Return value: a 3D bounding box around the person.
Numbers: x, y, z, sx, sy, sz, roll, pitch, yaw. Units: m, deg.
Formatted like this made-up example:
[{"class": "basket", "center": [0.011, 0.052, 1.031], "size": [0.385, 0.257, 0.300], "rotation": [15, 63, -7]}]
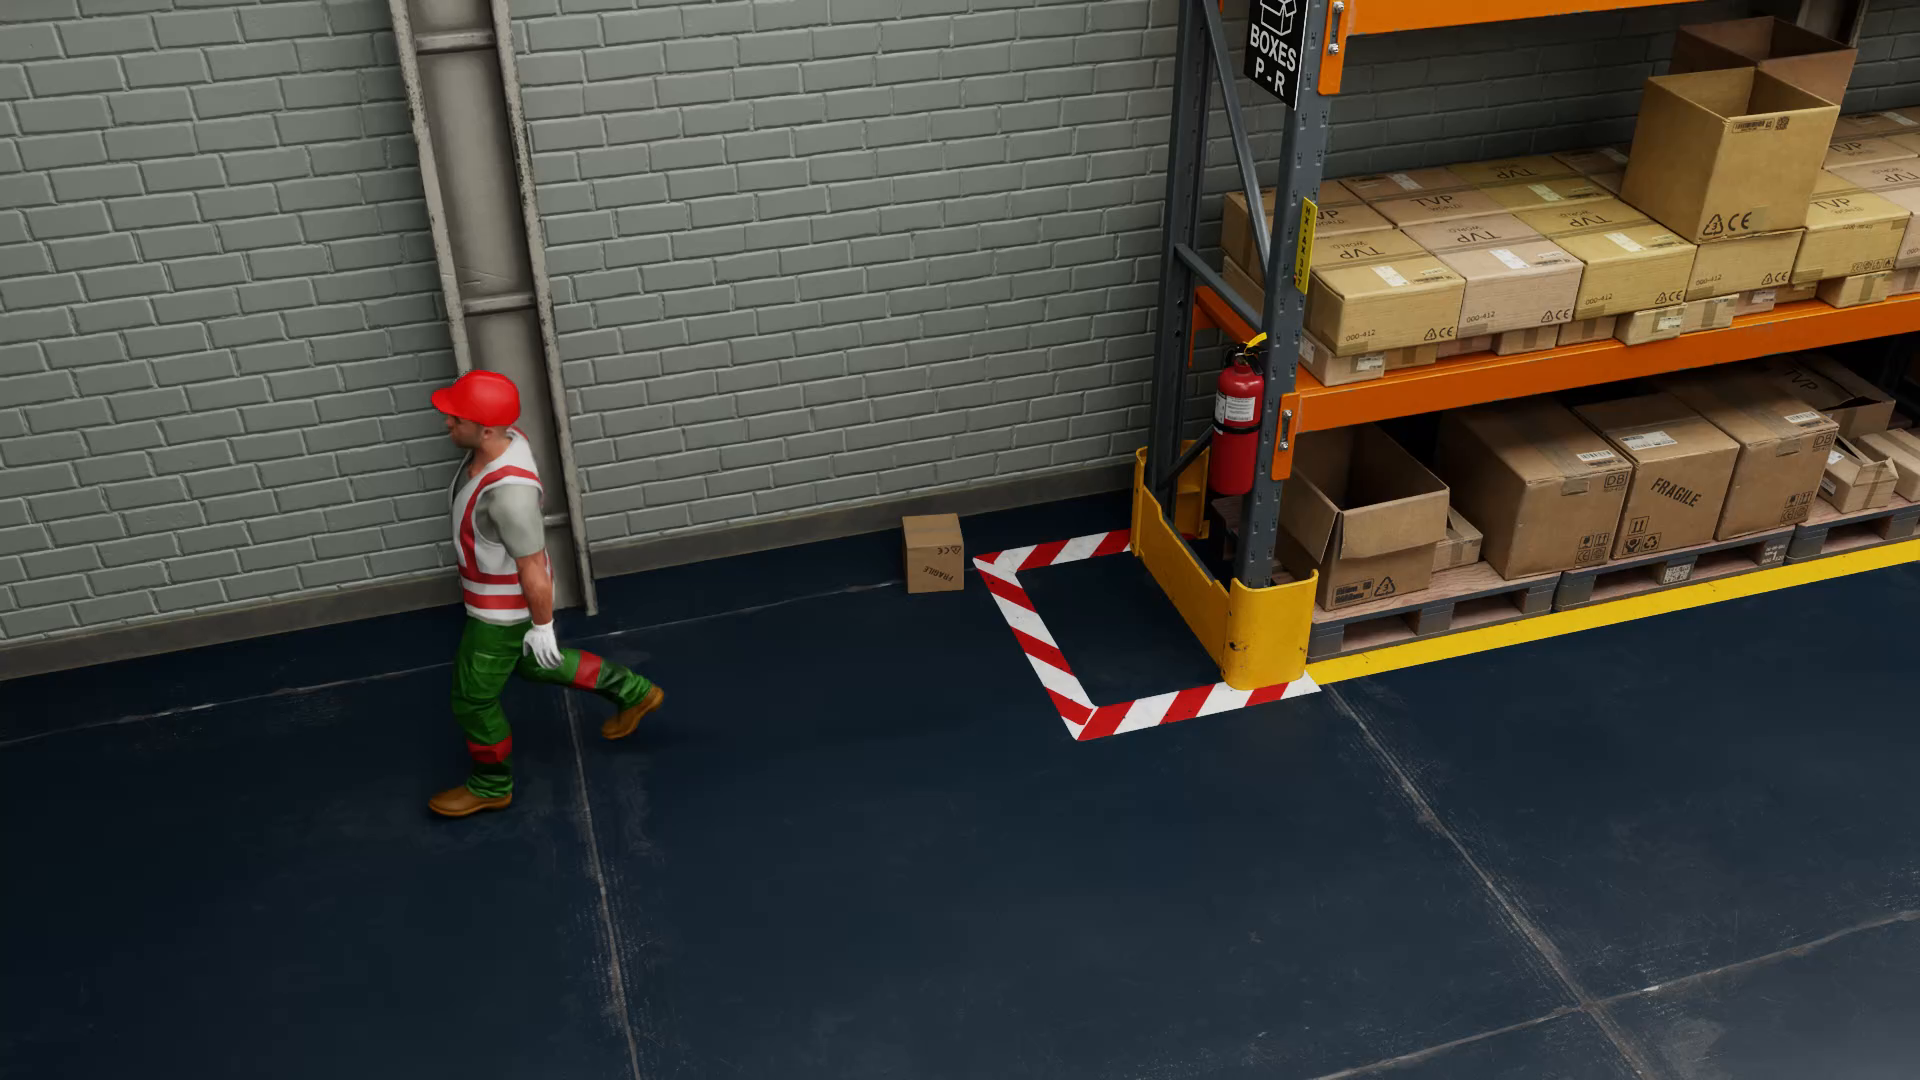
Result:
[{"class": "person", "center": [-1.547, 0.176, 5.852], "size": [0.913, 1.760, 0.546], "rotation": [-9, 35, -13]}]
